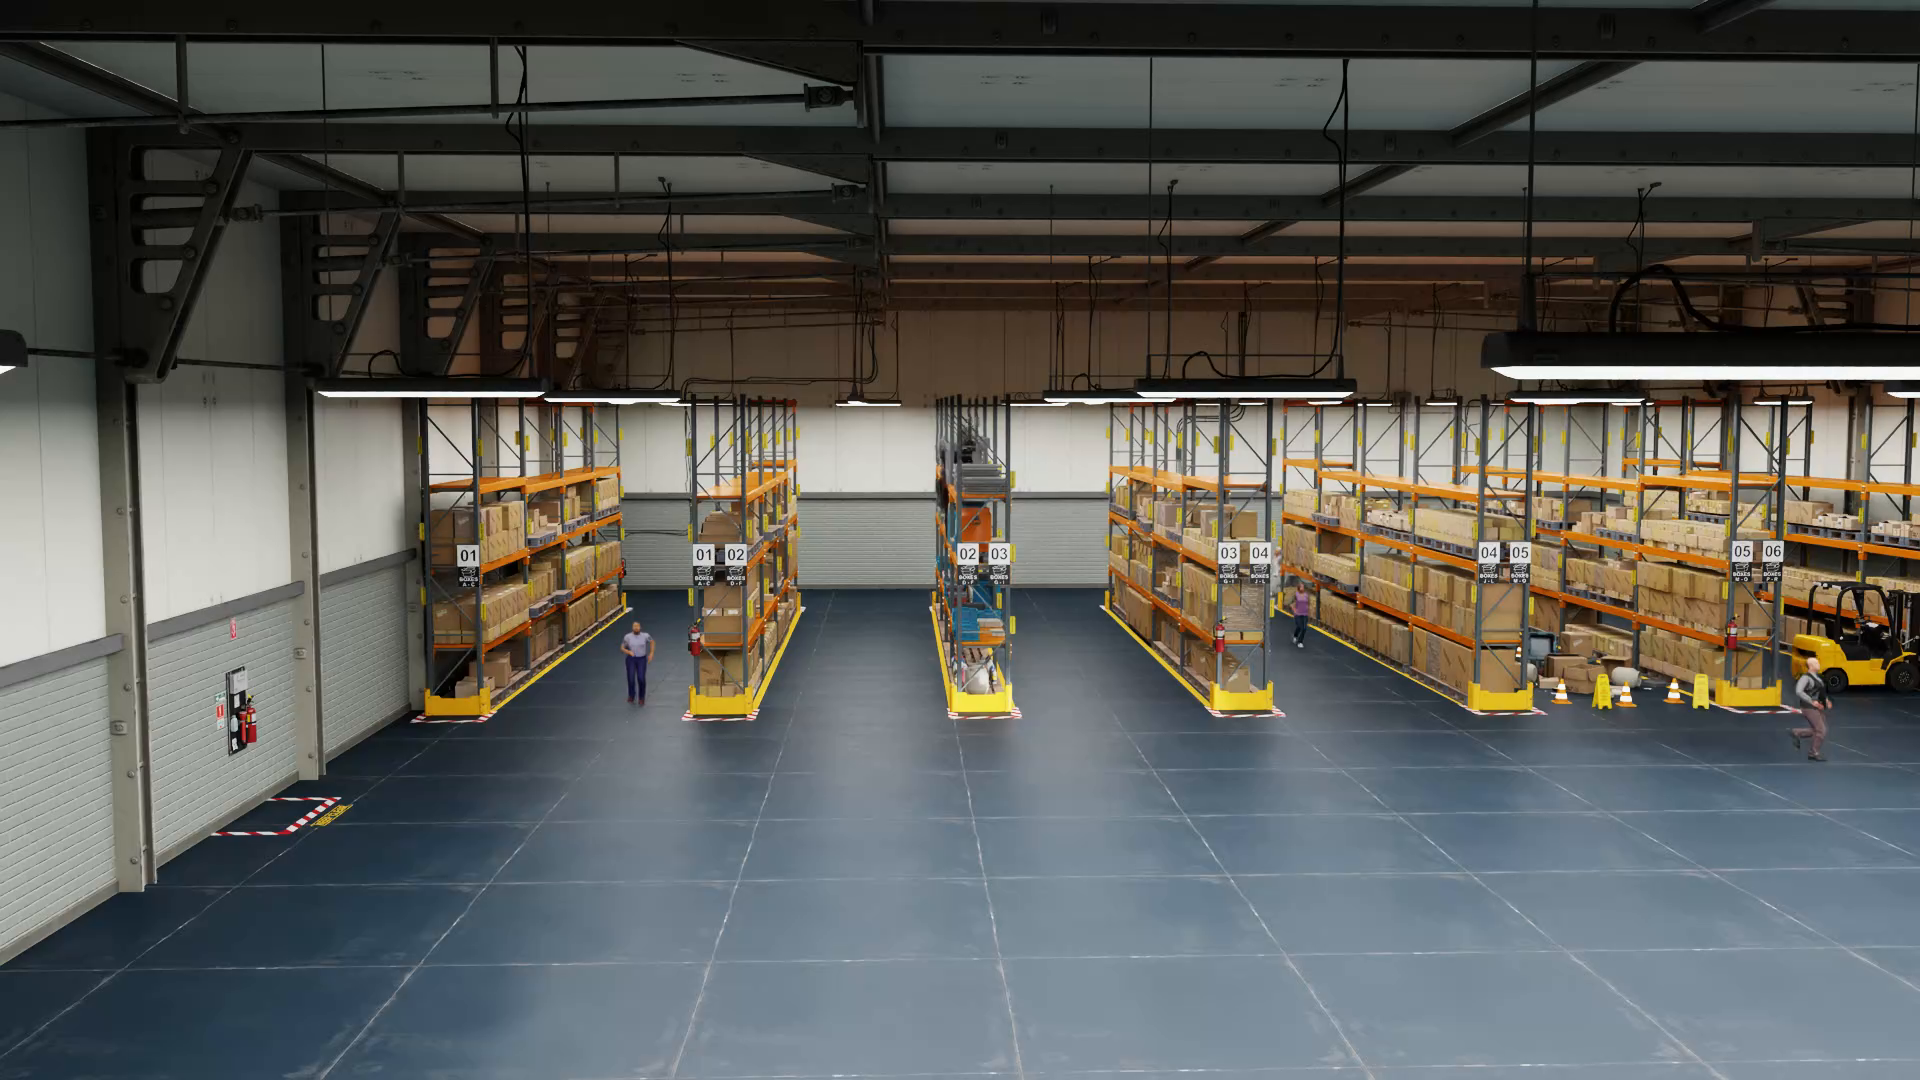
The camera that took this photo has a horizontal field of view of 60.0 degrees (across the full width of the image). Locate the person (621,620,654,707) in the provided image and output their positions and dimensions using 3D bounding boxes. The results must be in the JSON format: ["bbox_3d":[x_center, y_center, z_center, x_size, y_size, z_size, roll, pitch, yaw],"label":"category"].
[{"bbox_3d":[-6.226,2.397,32.110,0.628,1.705,0.695,-1,5,-9],"label":"person"}]

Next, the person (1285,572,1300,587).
[{"bbox_3d":[9.811,1.010,48.930,0.647,1.746,0.673,1,5,14],"label":"person"}]

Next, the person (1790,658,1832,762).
[{"bbox_3d":[13.876,2.757,27.177,0.660,1.684,0.632,-4,6,-42],"label":"person"}]

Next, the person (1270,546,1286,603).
[{"bbox_3d":[9.320,1.040,48.762,0.588,1.740,0.701,-1,5,-14],"label":"person"}]

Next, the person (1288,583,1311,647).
[{"bbox_3d":[8.182,1.806,39.874,0.532,1.554,0.546,0,5,-5],"label":"person"}]
